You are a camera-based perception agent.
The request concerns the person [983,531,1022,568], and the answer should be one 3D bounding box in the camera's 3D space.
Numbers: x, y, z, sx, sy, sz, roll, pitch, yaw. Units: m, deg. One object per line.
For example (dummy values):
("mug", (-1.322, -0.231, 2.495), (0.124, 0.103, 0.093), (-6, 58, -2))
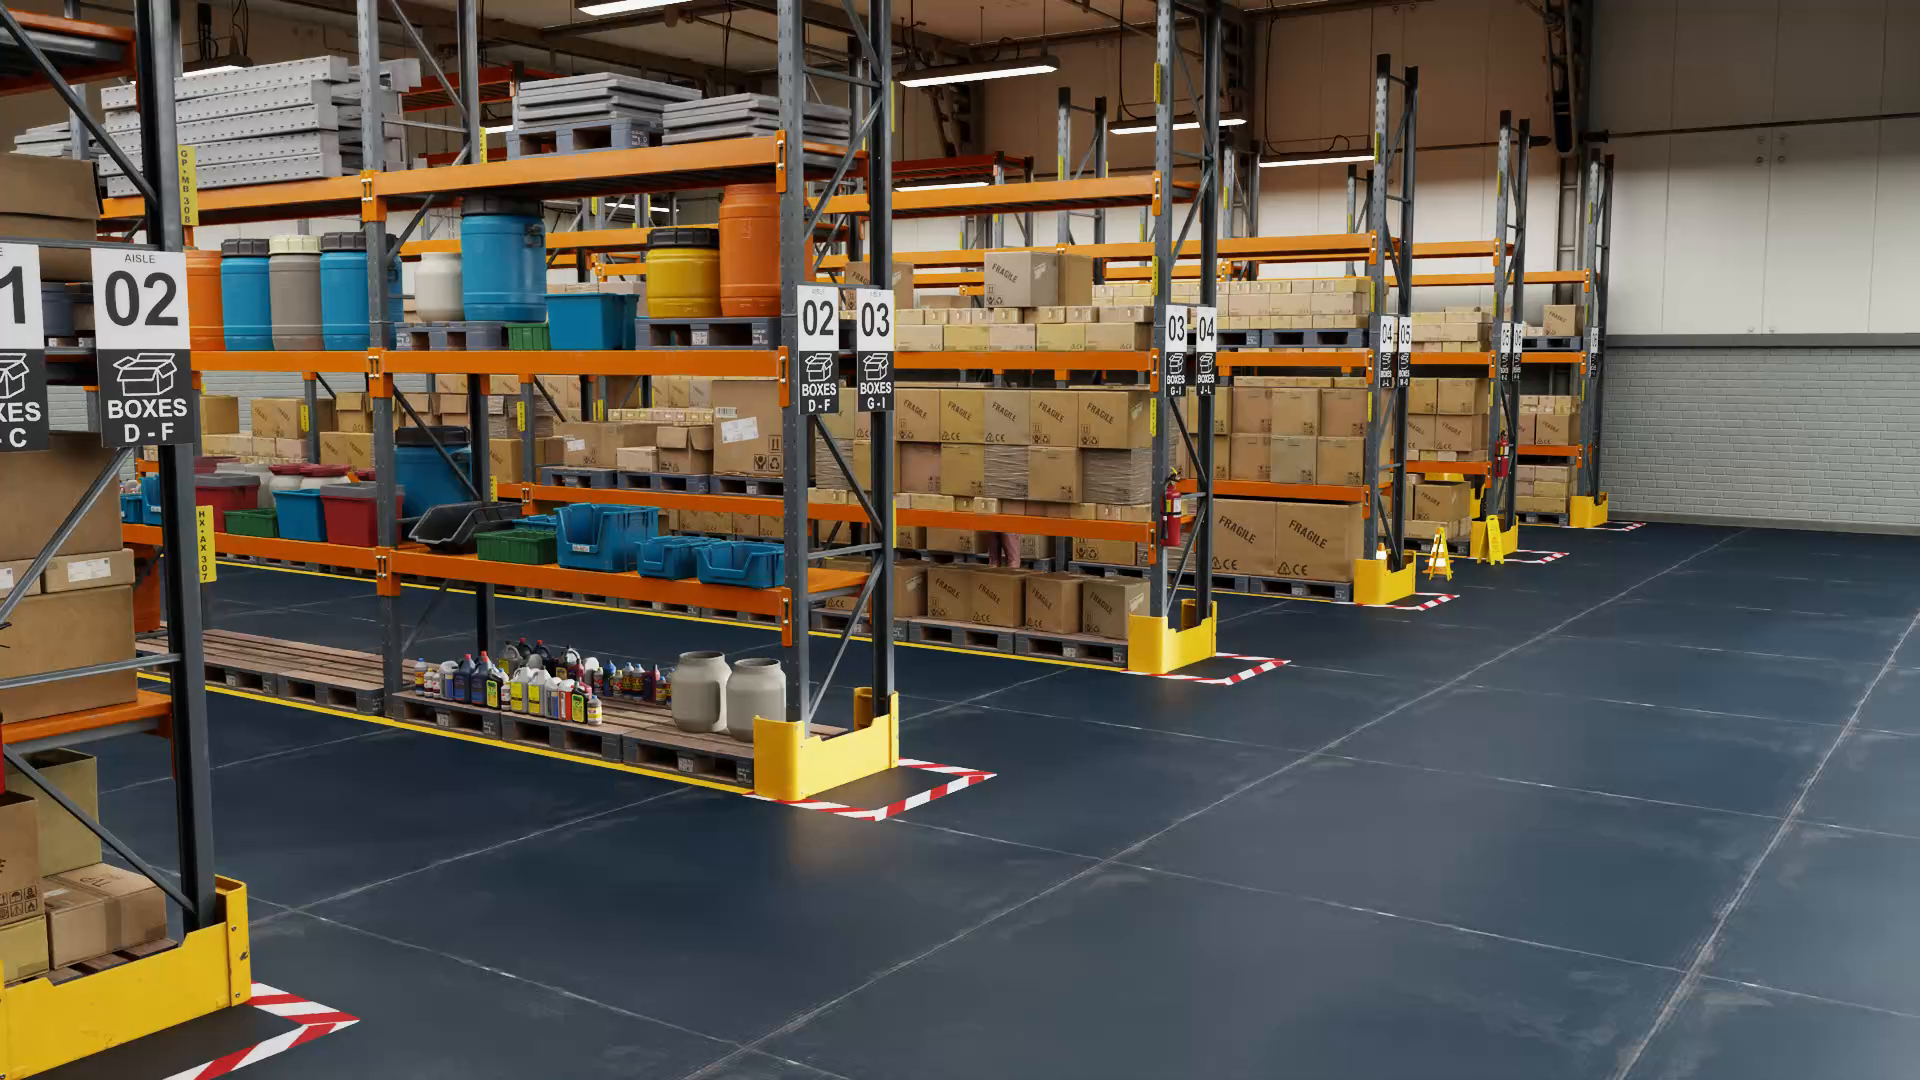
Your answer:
("person", (0.475, -0.127, 18.601), (0.502, 1.673, 0.353), (4, 8, 33))
